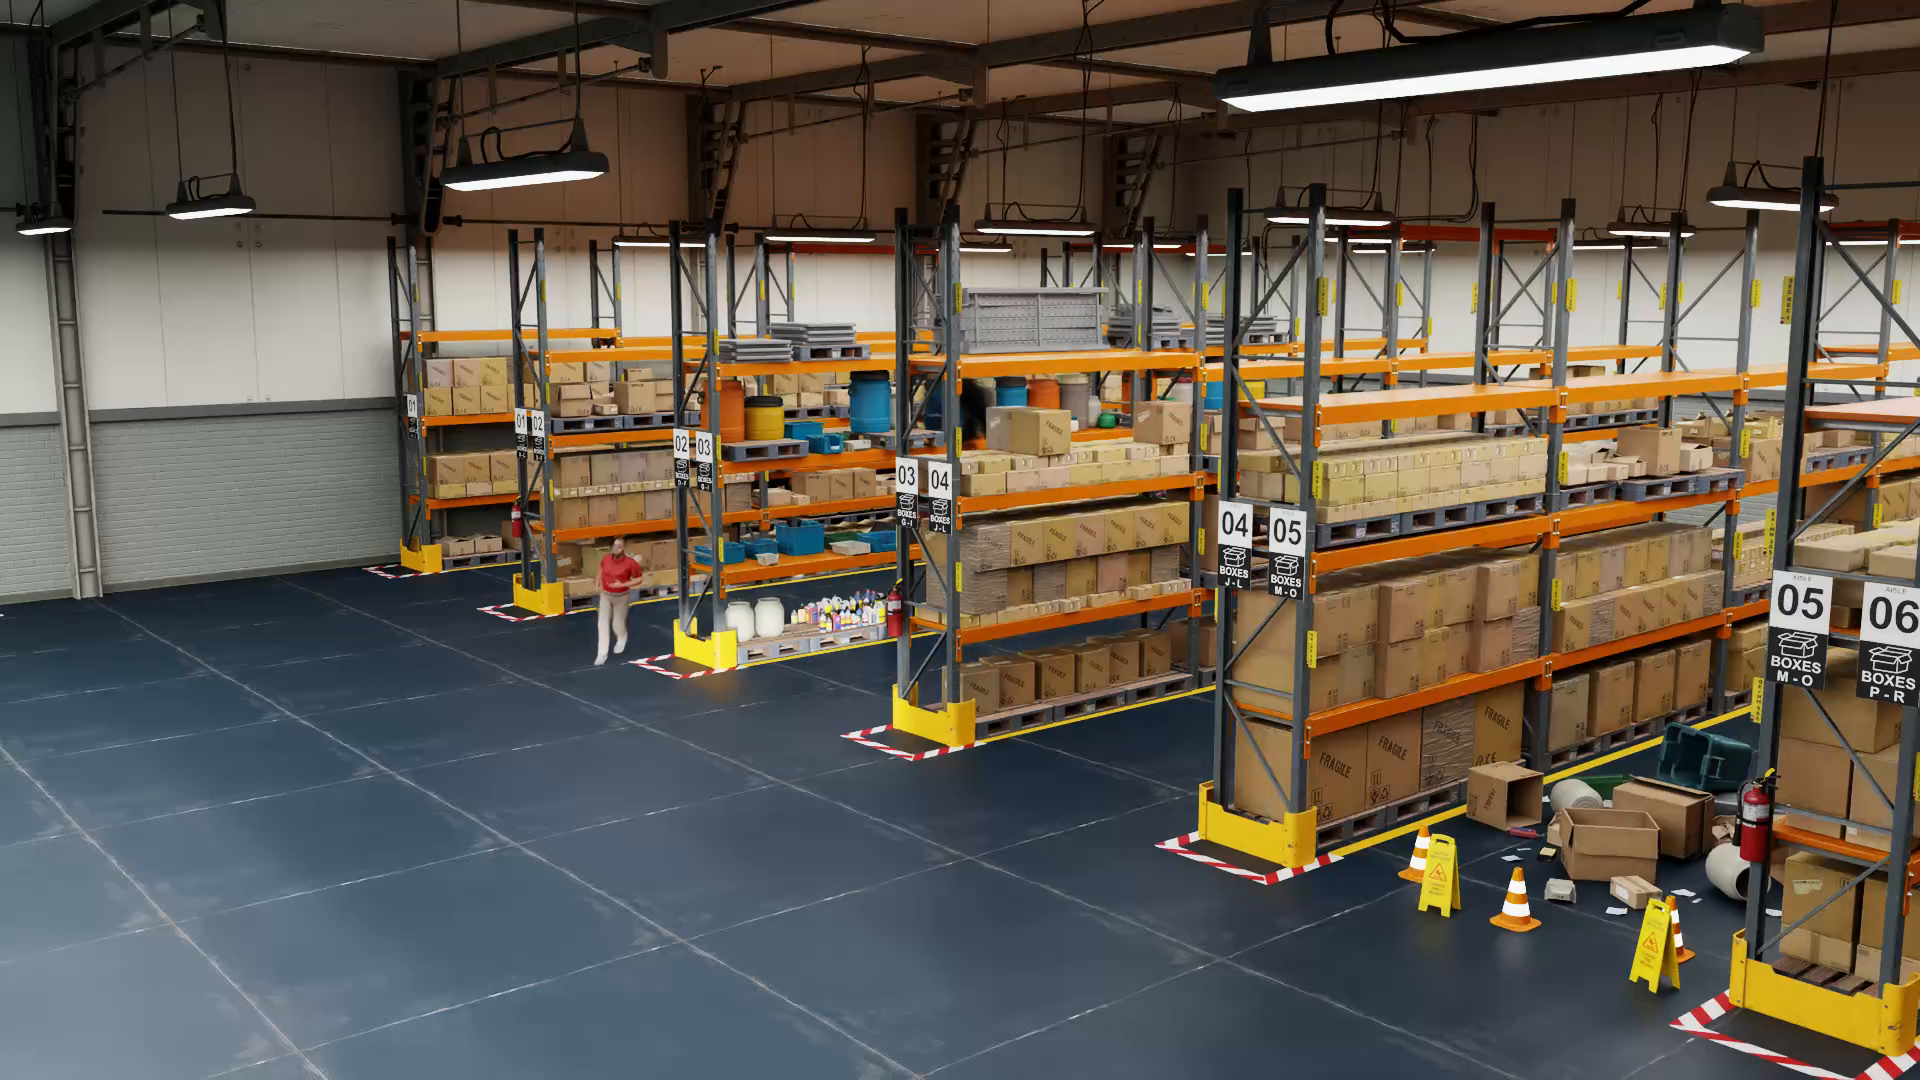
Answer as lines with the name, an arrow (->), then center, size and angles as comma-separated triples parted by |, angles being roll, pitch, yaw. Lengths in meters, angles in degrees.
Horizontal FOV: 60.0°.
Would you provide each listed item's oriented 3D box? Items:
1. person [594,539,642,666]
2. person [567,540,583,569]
person -> -4.705, 0.832, 22.960 | 0.695, 1.734, 0.858 | 2, 9, 10
person -> -6.917, -0.191, 29.238 | 0.575, 1.696, 0.909 | 7, 11, 36
